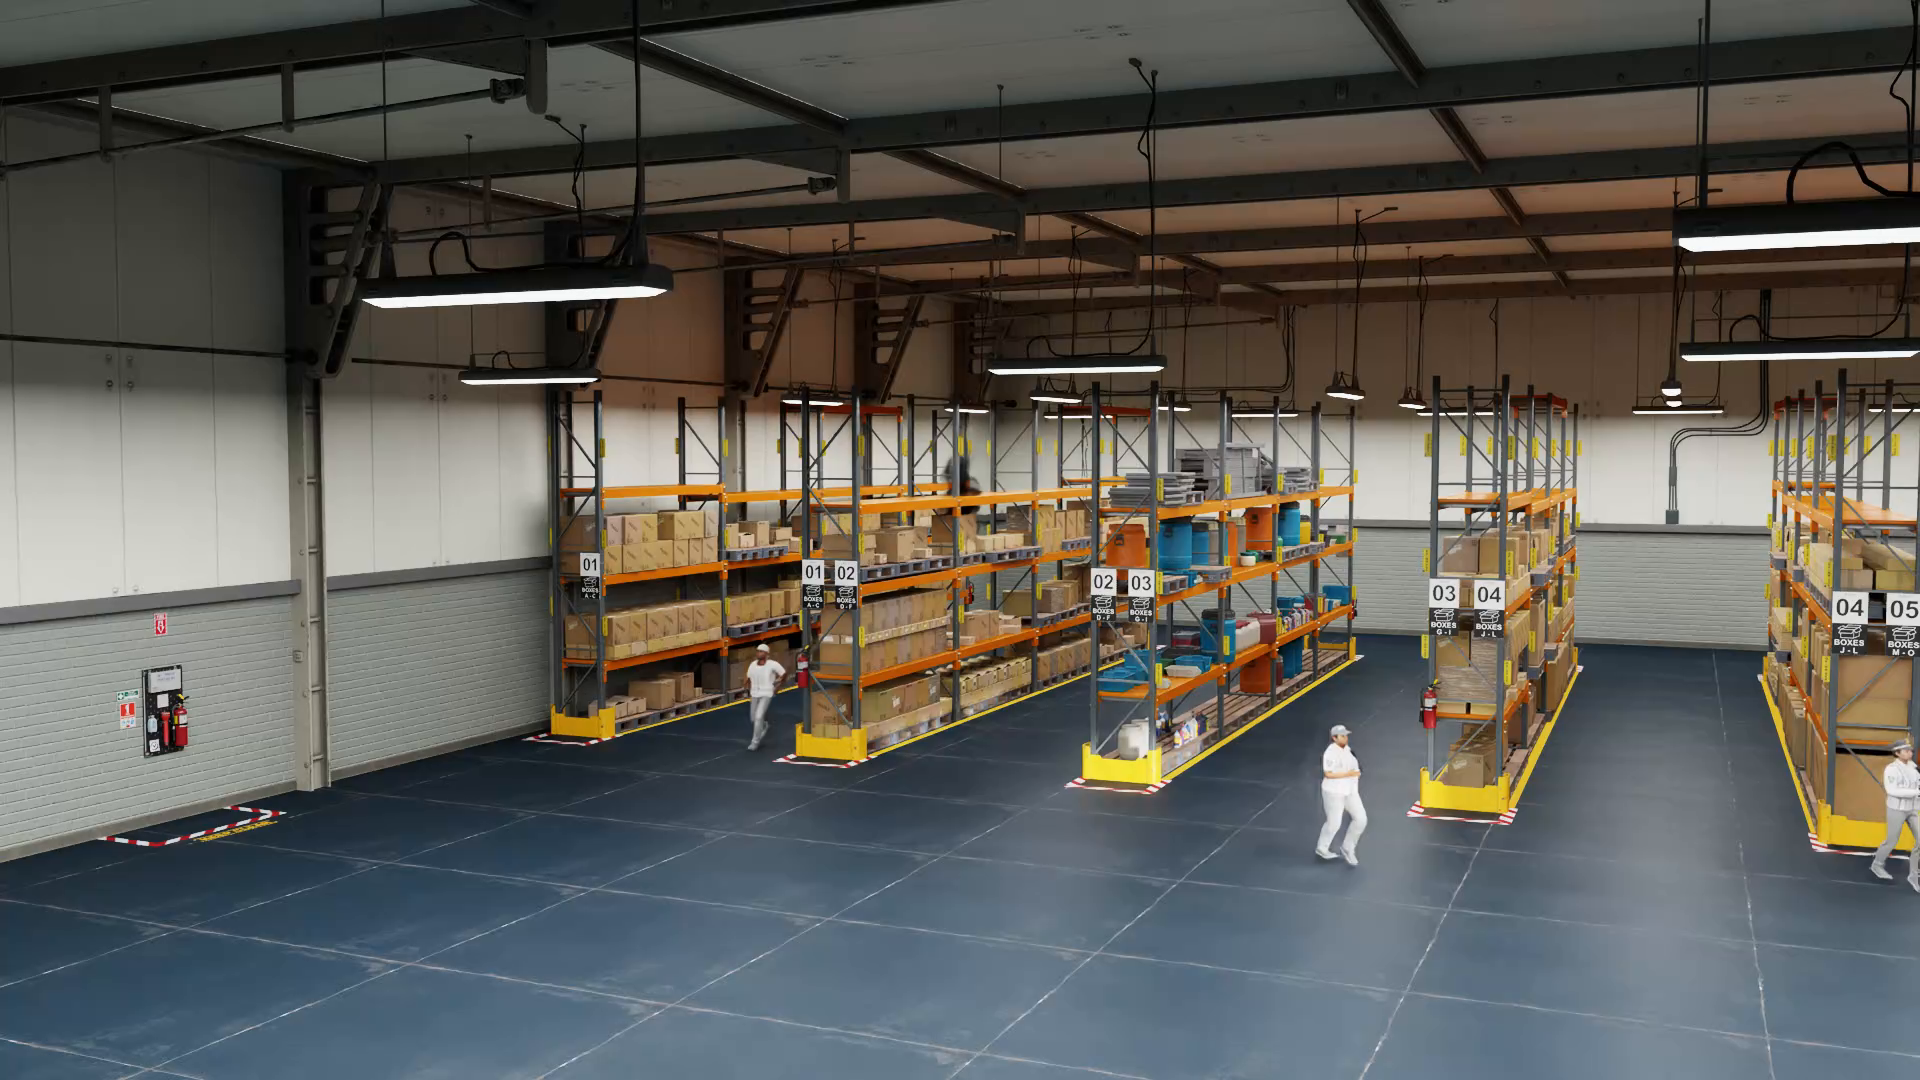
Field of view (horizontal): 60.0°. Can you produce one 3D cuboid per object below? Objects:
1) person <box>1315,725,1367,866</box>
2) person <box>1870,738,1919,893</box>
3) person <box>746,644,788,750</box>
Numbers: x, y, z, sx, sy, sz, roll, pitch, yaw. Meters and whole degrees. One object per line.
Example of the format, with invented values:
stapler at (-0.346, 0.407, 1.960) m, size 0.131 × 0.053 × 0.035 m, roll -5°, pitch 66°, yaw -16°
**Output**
person at (4.594, 3.078, 19.997) m, size 0.582 × 1.709 × 0.673 m, roll -2°, pitch 4°, yaw -36°
person at (10.724, 3.112, 18.932) m, size 0.583 × 1.749 × 0.725 m, roll -1°, pitch 3°, yaw -14°
person at (-3.331, 2.608, 27.767) m, size 0.715 × 1.712 × 0.931 m, roll 1°, pitch 3°, yaw 24°
